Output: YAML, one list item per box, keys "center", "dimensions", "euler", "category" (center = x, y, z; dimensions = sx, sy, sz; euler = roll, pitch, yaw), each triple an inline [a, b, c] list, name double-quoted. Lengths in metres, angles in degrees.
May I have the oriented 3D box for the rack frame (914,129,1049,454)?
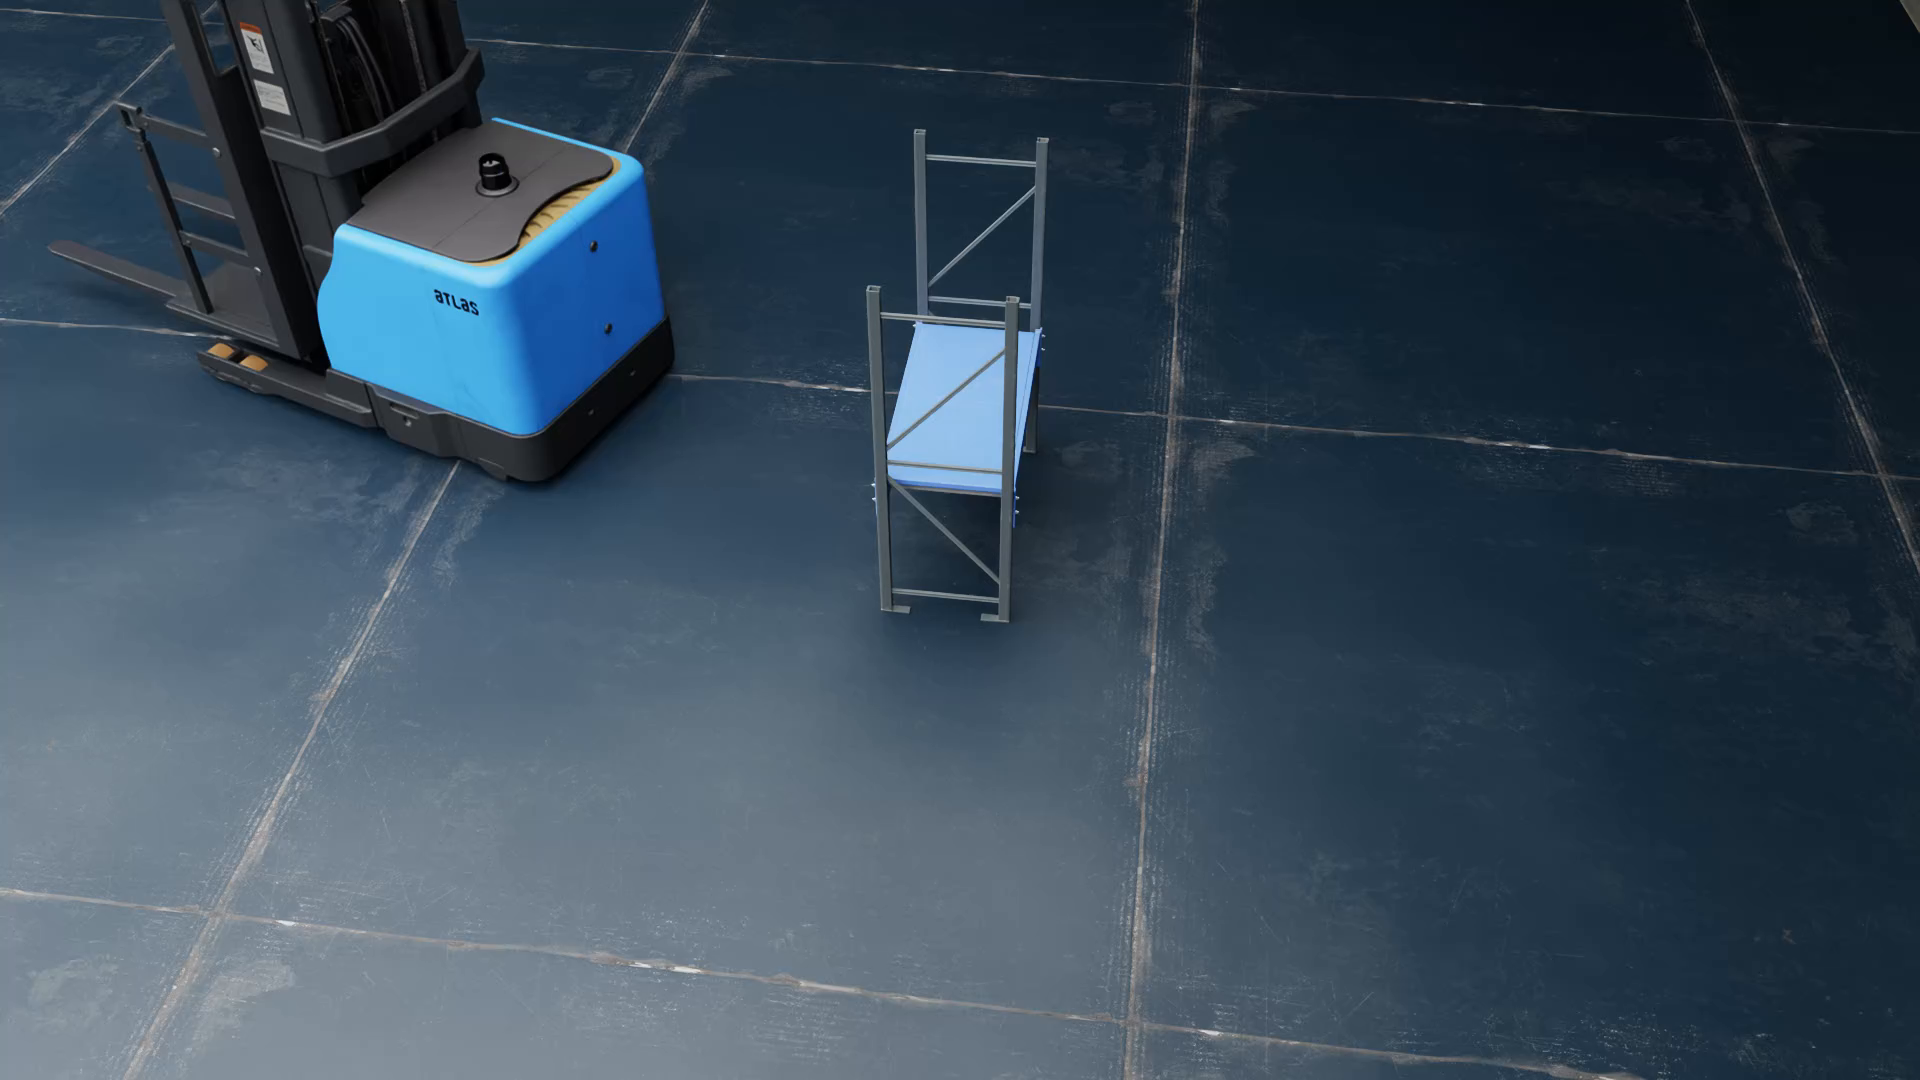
- center: [0.078, -0.949, 6.662]
  dimensions: [0.500, 1.500, 0.032]
  euler: [5, 44, 6]
  category: "rack frame"

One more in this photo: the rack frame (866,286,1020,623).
- center: [-0.056, -0.256, 5.930]
  dimensions: [0.500, 1.500, 0.032]
  euler: [5, 44, 6]
  category: "rack frame"

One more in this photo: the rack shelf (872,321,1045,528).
- center: [0.011, -0.472, 6.419]
  dimensions: [0.538, 0.185, 1.000]
  euler: [5, 44, 6]
  category: "rack shelf"

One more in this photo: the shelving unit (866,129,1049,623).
- center: [0.011, -0.603, 6.296]
  dimensions: [0.538, 1.500, 1.048]
  euler: [5, 44, 6]
  category: "shelving unit"

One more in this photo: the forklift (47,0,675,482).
- center: [-2.839, -2.024, 6.756]
  dimensions: [3.031, 2.935, 1.130]
  euler: [19, 47, 19]
  category: "forklift"
